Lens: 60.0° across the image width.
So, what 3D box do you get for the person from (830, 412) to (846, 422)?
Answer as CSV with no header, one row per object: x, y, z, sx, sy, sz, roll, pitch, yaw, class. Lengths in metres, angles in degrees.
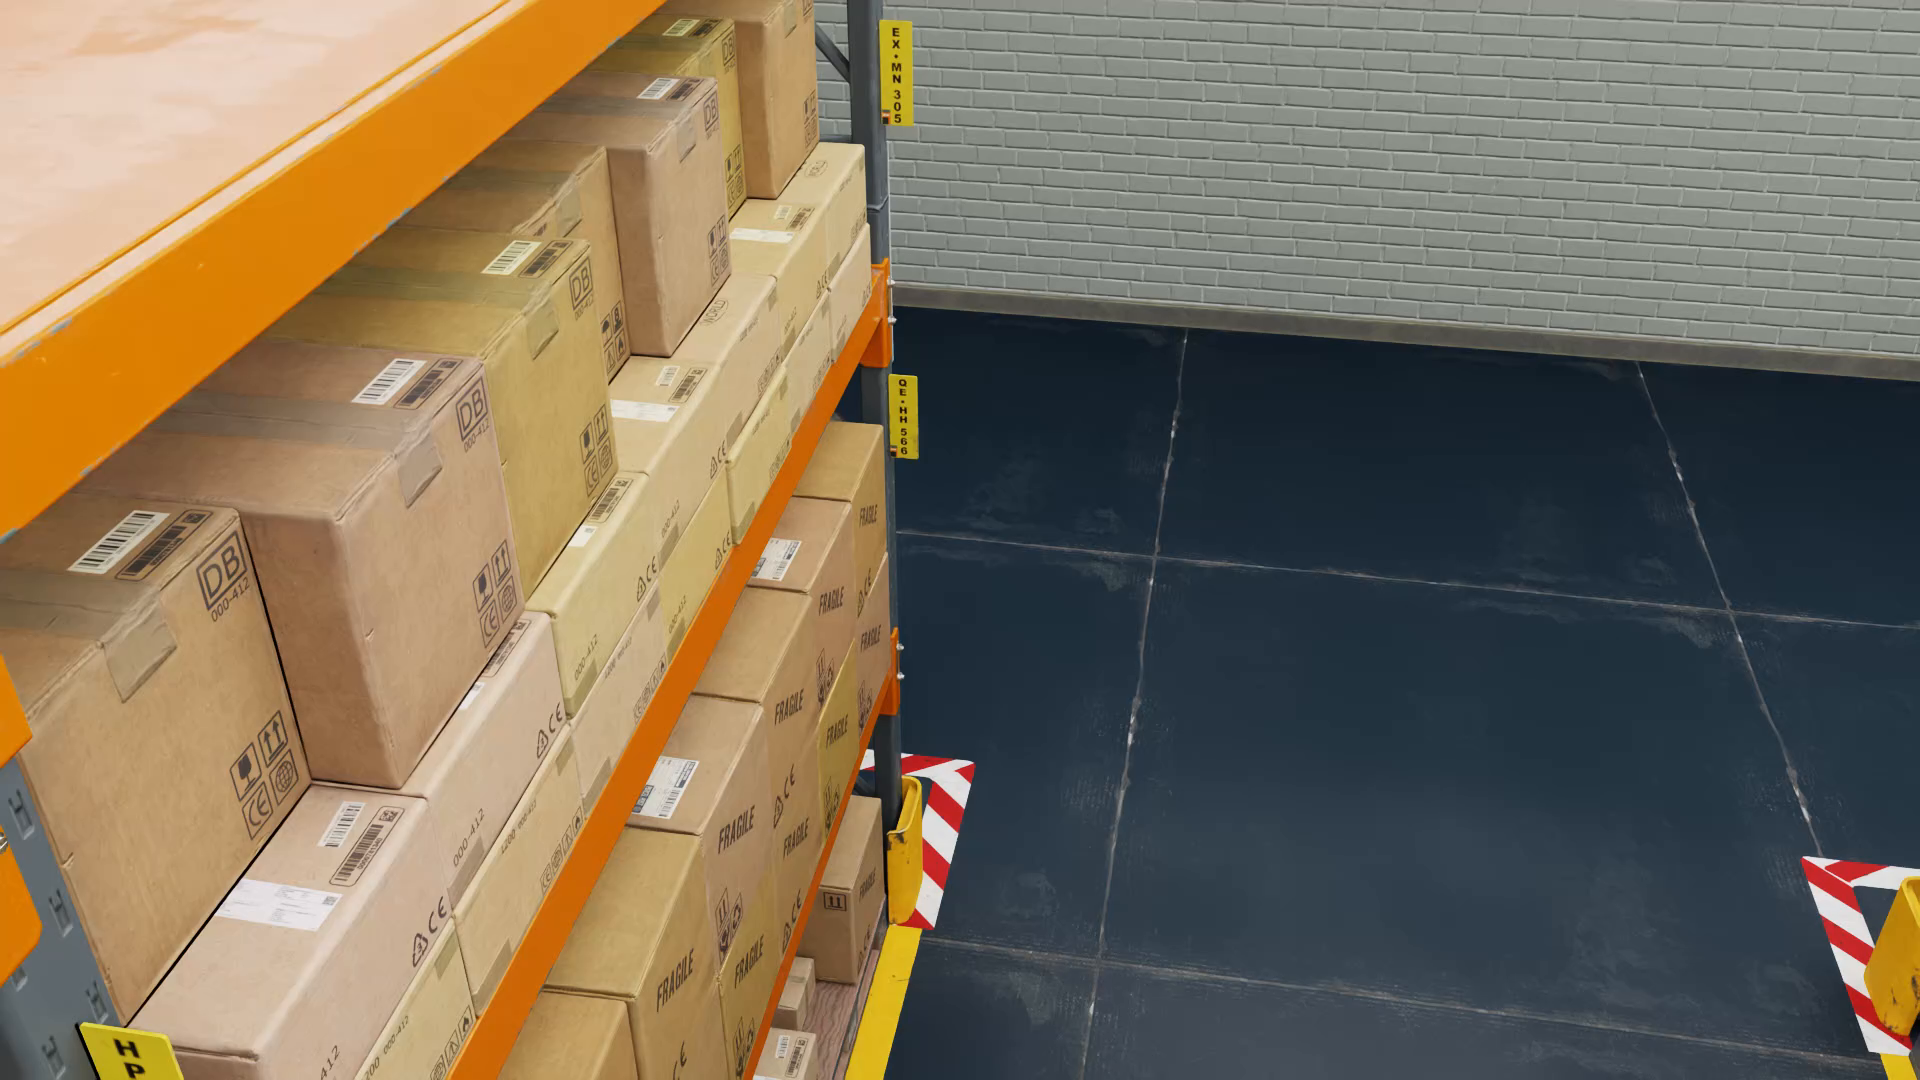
-0.698,0.133,7.547,0.512,1.649,0.452,5,33,8,person
